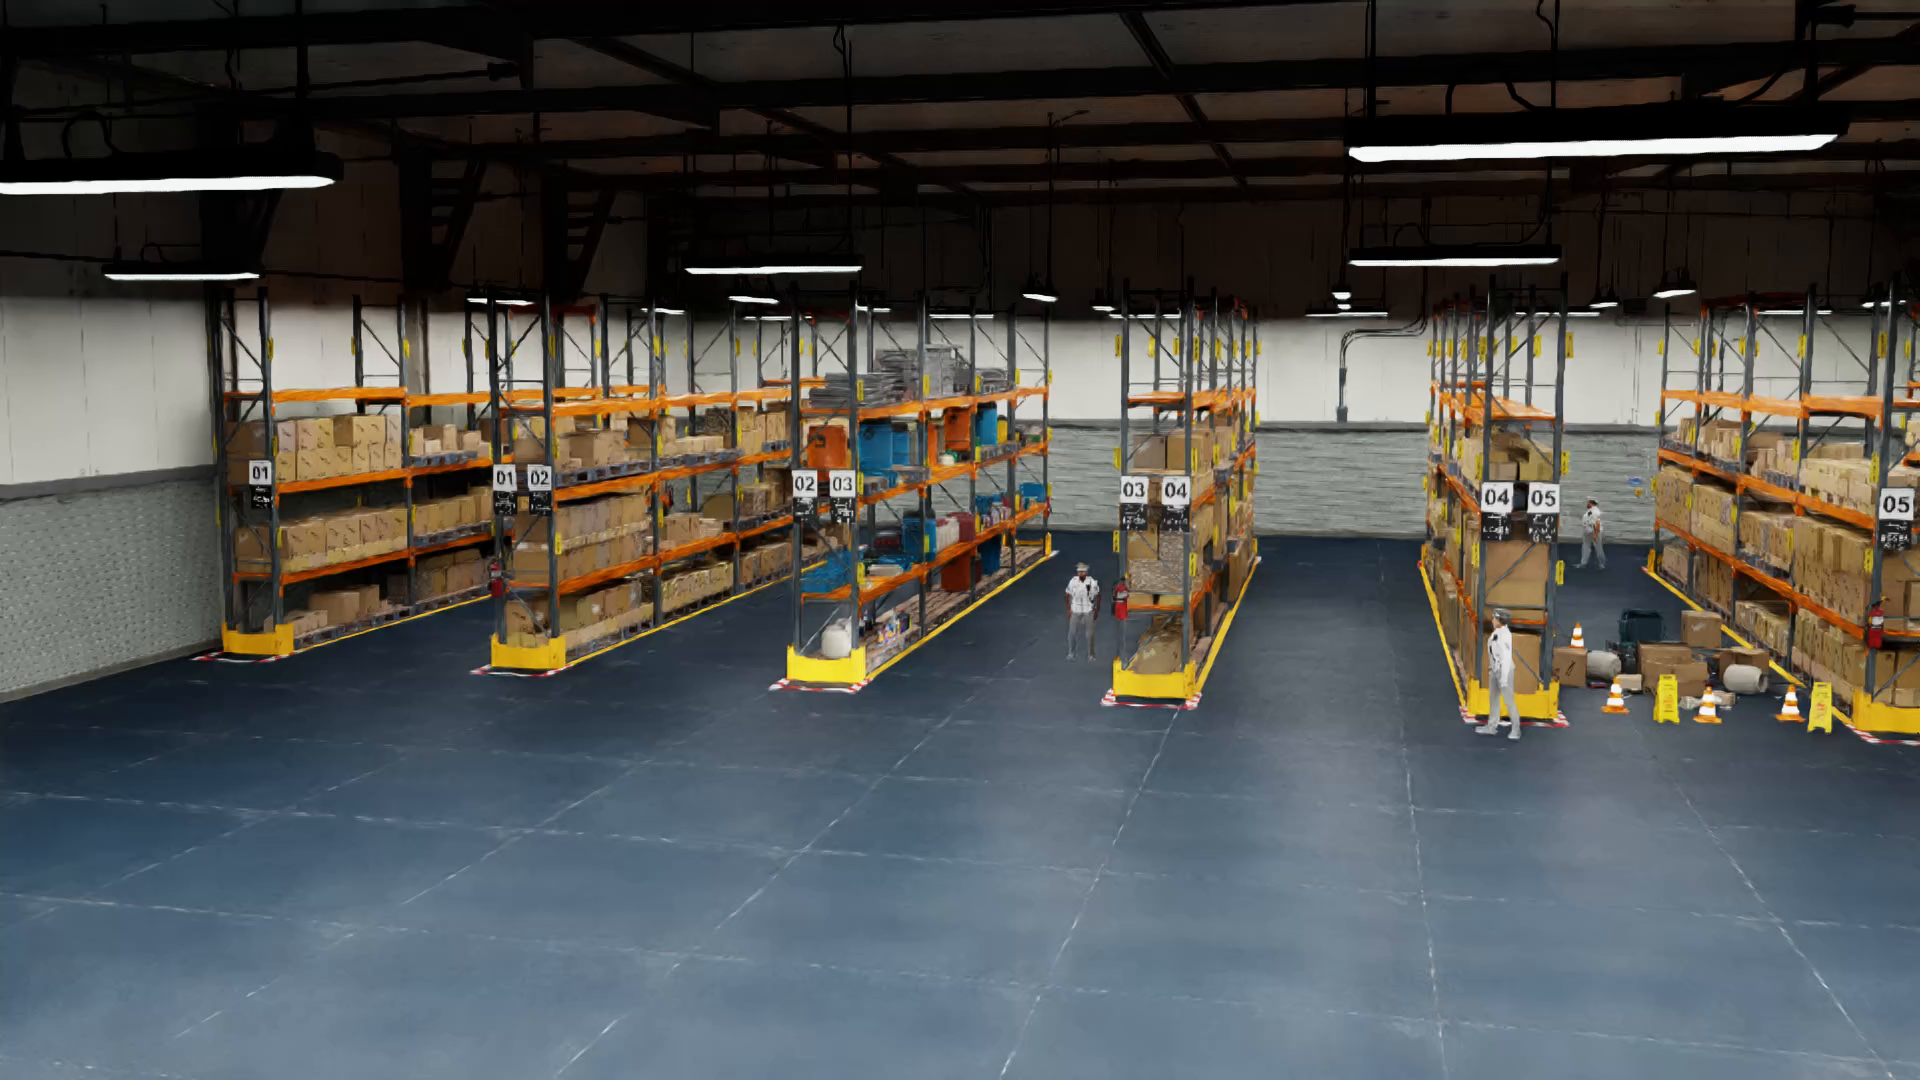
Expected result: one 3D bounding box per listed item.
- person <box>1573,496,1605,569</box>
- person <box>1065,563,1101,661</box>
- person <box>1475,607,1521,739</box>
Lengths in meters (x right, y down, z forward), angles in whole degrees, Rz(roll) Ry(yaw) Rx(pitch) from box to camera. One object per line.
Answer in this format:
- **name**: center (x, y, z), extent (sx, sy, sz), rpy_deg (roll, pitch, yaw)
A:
- **person**: center (14.402, -0.174, 37.924), extent (0.609, 1.650, 0.616), rpy_deg (-1, 7, -7)
- **person**: center (1.966, 1.148, 26.649), extent (0.592, 1.625, 0.526), rpy_deg (2, 7, 13)
- **person**: center (7.004, 1.709, 21.506), extent (0.507, 1.669, 0.577), rpy_deg (0, 7, 1)
